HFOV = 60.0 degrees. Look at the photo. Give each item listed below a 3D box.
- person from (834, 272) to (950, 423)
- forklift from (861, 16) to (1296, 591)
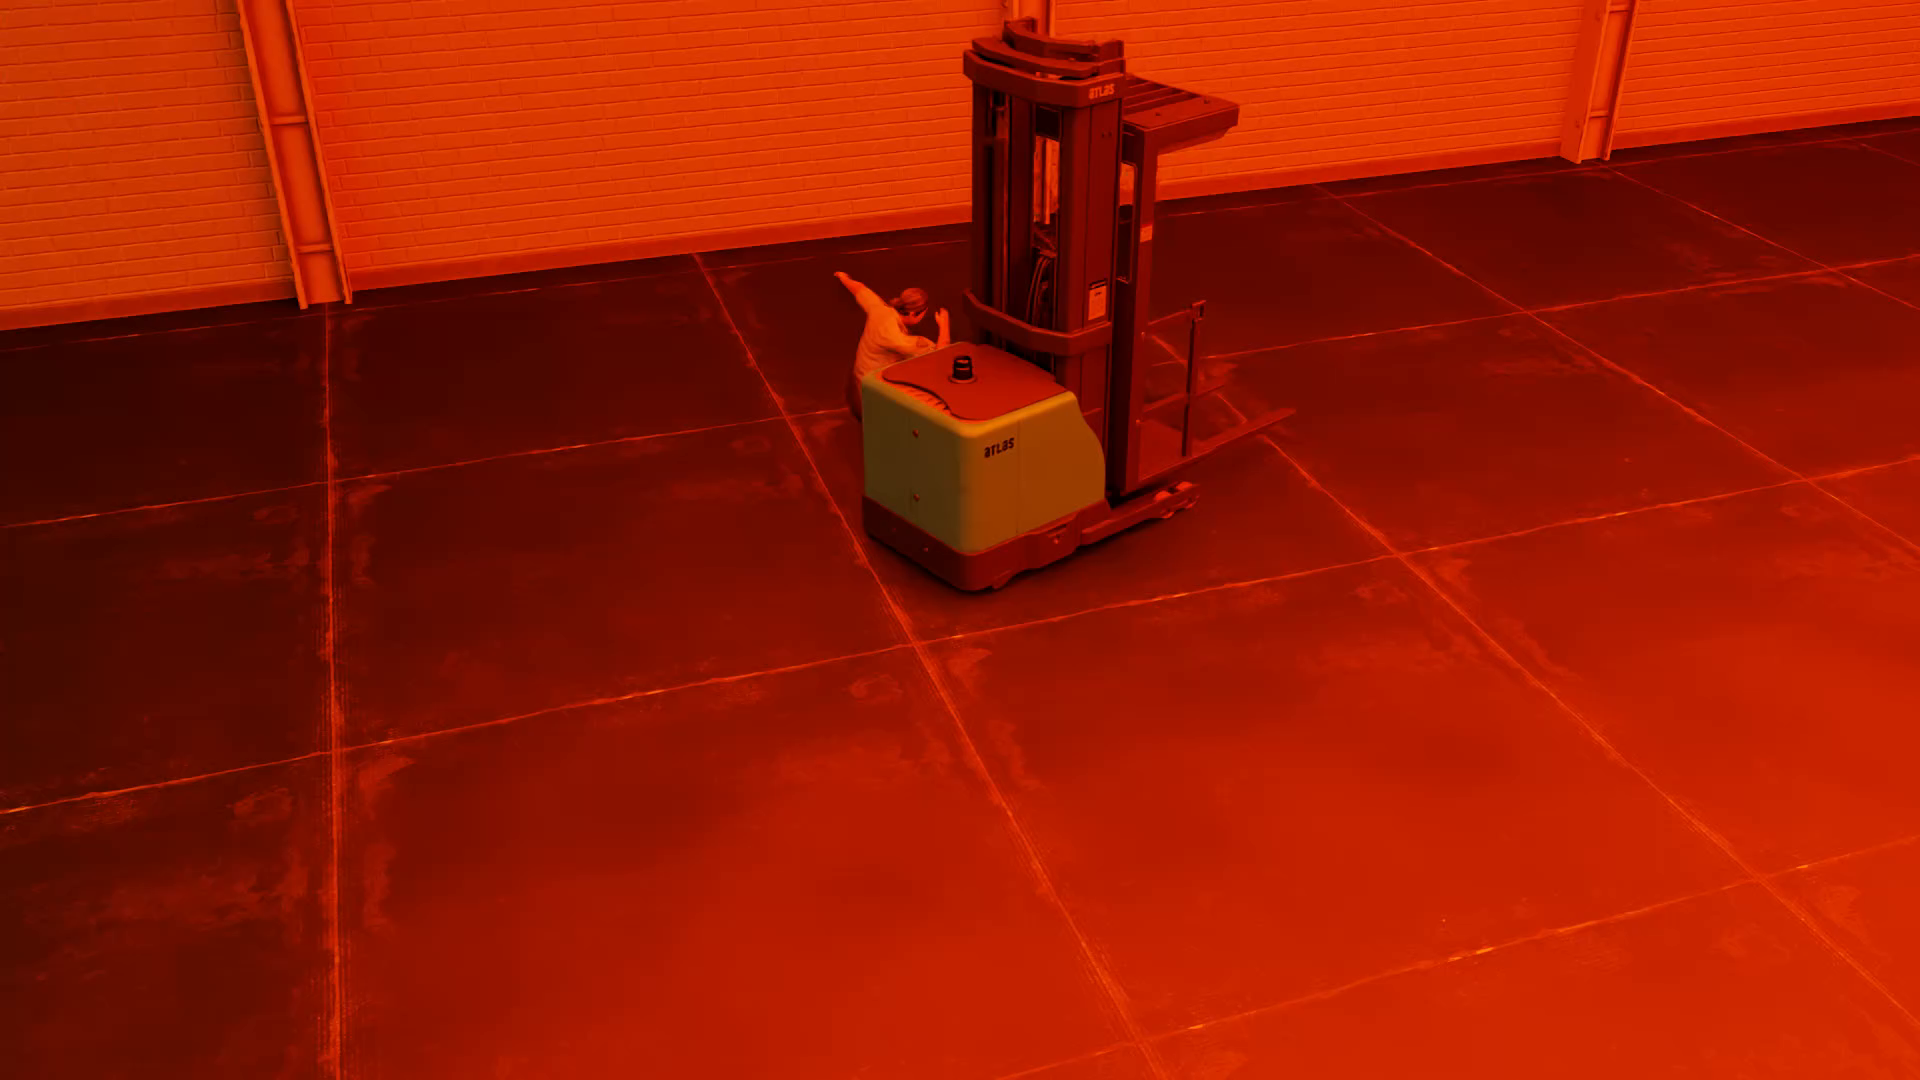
[{"bbox_3d":[-0.398,-1.009,10.500,0.684,1.332,1.331,-7,31,-11],"label":"person"},{"bbox_3d":[0.870,-1.583,9.838,3.031,2.935,1.130,-23,37,-34],"label":"forklift"}]
